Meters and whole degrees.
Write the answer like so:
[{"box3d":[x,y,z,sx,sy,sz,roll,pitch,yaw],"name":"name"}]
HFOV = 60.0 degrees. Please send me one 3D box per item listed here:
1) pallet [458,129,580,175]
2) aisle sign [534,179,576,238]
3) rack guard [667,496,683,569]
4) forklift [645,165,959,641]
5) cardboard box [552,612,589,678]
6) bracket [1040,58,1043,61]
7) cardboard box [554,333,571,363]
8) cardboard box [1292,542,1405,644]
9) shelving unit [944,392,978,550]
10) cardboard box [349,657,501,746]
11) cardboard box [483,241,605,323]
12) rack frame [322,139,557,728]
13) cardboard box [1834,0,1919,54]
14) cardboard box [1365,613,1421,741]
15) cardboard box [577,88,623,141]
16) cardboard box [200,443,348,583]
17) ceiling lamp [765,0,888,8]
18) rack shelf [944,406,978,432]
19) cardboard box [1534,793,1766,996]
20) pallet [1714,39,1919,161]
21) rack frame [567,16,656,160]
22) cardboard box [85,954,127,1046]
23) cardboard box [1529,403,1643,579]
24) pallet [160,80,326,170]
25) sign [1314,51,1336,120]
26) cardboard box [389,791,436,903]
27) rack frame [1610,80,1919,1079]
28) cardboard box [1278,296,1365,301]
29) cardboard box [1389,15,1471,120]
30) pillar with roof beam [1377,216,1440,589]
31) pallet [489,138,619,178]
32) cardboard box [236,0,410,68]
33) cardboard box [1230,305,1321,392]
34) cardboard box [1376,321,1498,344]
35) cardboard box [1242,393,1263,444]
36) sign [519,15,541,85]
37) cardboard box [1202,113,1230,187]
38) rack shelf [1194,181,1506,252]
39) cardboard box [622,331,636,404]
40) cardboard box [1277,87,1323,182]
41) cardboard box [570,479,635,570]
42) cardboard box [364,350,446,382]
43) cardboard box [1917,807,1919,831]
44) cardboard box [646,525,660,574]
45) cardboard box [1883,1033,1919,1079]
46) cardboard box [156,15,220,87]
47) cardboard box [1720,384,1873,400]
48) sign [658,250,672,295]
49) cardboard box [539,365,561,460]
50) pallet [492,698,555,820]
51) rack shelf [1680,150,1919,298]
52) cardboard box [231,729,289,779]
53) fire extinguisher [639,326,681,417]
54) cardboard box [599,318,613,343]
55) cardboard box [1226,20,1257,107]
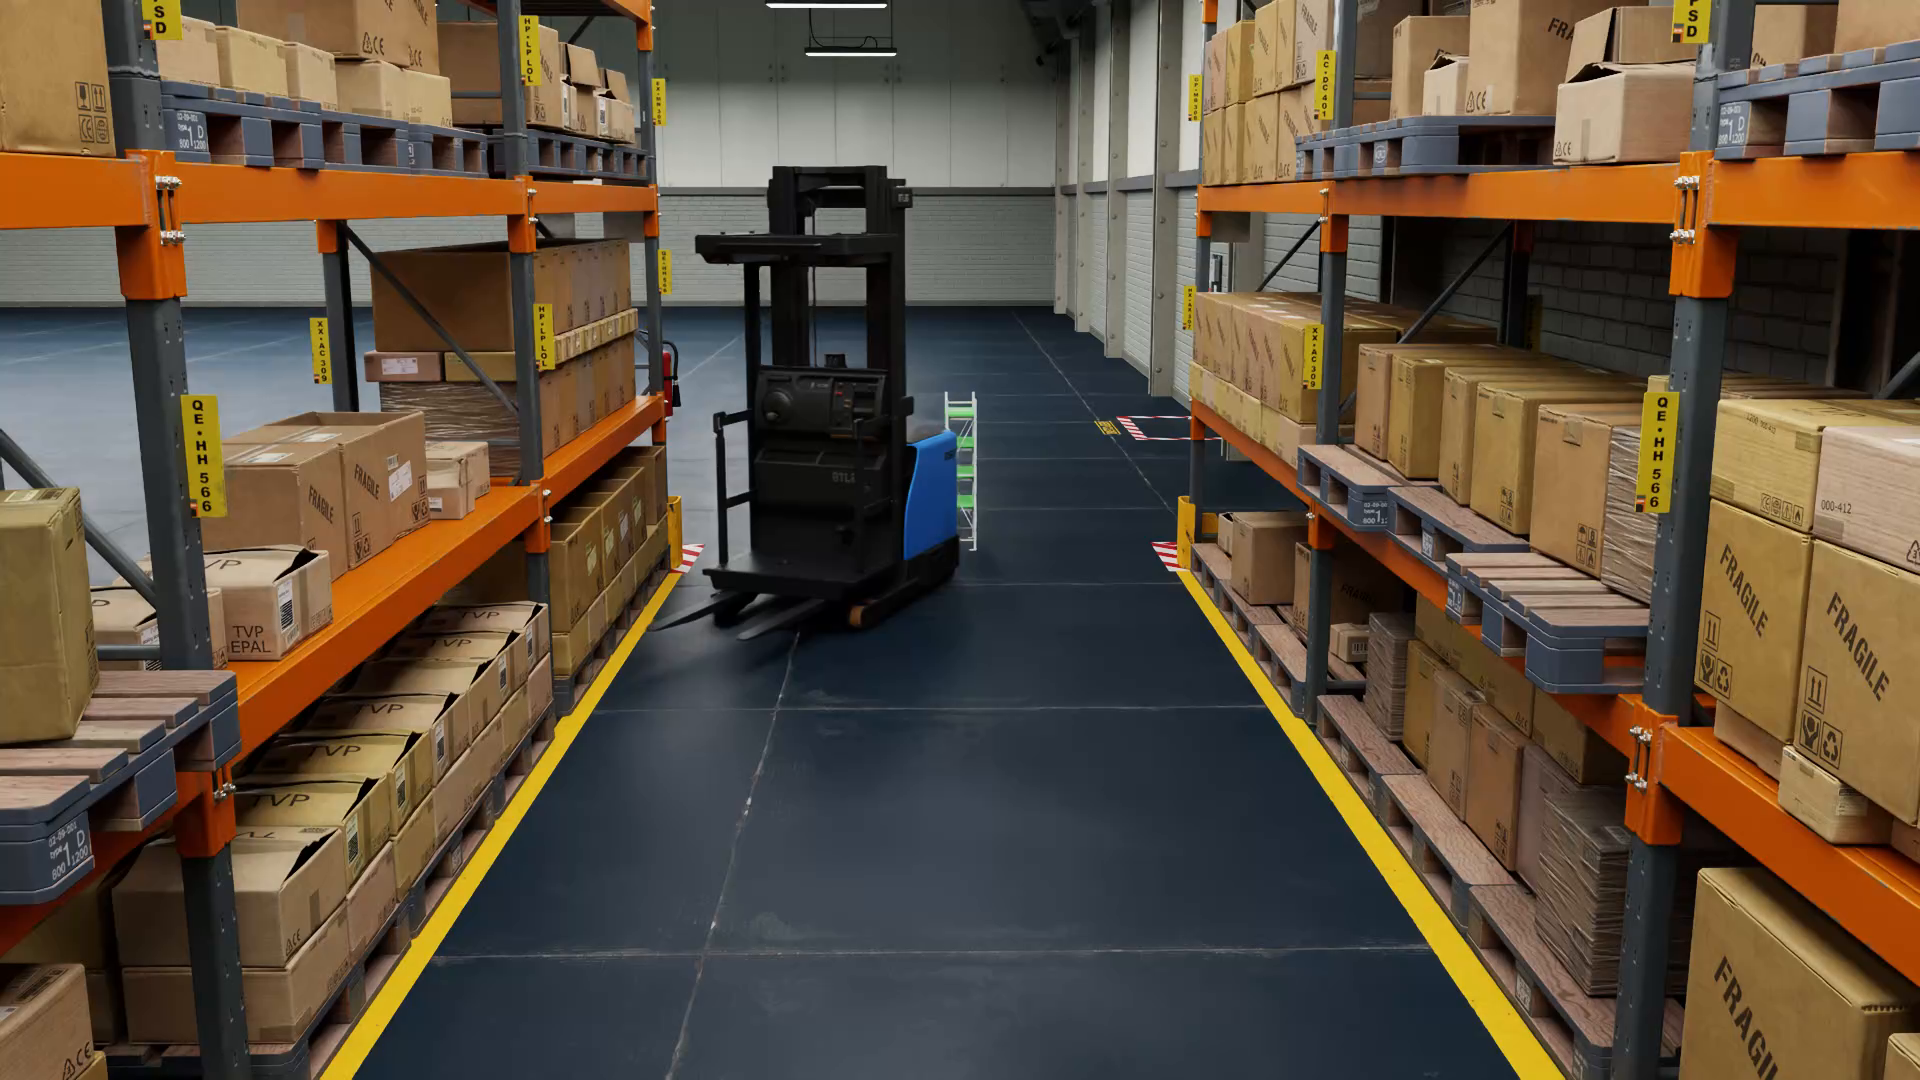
[{"box3d":[-2.667,-2.079,8.940,1.003,0.211,1.213,0,11,-1],"name":"pallet"},{"box3d":[-3.014,-2.564,12.114,0.394,0.787,0.004,0,11,-1],"name":"aisle sign"},{"box3d":[-2.707,-0.058,12.586,1.175,0.500,0.348,0,11,-1],"name":"rack guard"},{"box3d":[-1.008,-0.946,10.851,1.130,2.935,3.031,4,12,21],"name":"forklift"},{"box3d":[-2.330,0.565,9.087,0.500,0.250,0.500,0,11,-1],"name":"cardboard box"},{"box3d":[2.106,-12.266,42.333,0.076,0.066,3.189,0,11,-1],"name":"bracket"},{"box3d":[-2.458,-1.107,9.588,0.380,0.149,0.250,-1,11,-3],"name":"cardboard box"},{"box3d":[2.268,0.299,9.720,0.500,0.500,0.500,-1,12,-5],"name":"cardboard box"},{"box3d":[0.003,-0.555,13.278,0.258,1.200,0.503,0,11,-1],"name":"shelving unit"},{"box3d":[-2.303,0.666,7.181,0.500,0.311,0.500,0,11,-1],"name":"cardboard box"},{"box3d":[-2.681,-1.655,10.656,0.700,0.500,0.500,0,11,-1],"name":"cardboard box"},{"box3d":[-2.623,-0.483,8.395,1.000,3.000,0.127,0,11,-1],"name":"rack frame"},{"box3d":[2.479,-1.349,3.762,0.700,0.500,0.500,-1,12,-6],"name":"cardboard box"},{"box3d":[2.361,0.652,7.983,0.700,0.500,0.500,0,11,1],"name":"cardboard box"},{"box3d":[-2.407,-2.640,10.301,0.500,0.311,0.500,1,12,6],"name":"cardboard box"},{"box3d":[-2.592,-0.070,6.109,0.500,0.500,0.500,-1,11,-4],"name":"cardboard box"},{"box3d":[-2.185,-10.328,27.155,2.000,3.185,0.800,0,11,-1],"name":"ceiling lamp"},{"box3d":[0.003,-0.963,13.195,0.258,0.148,0.480,0,11,-1],"name":"rack shelf"},{"box3d":[2.345,1.158,5.489,0.700,0.500,0.500,0,11,0],"name":"cardboard box"},{"box3d":[2.478,-0.959,3.670,1.213,0.211,1.003,0,11,1],"name":"pallet"},{"box3d":[-2.706,-4.218,11.718,1.000,3.000,0.127,0,11,-1],"name":"rack frame"},{"box3d":[-2.795,1.350,5.218,0.500,0.250,0.500,0,11,0],"name":"cardboard box"},{"box3d":[2.353,-0.178,5.533,0.700,0.500,0.500,-1,12,-7],"name":"cardboard box"},{"box3d":[-2.644,-1.200,4.859,1.213,0.211,1.003,0,11,1],"name":"pallet"},{"box3d":[1.787,-2.224,8.131,0.100,0.325,0.005,0,11,-1],"name":"sign"},{"box3d":[-2.286,1.145,6.228,0.500,0.250,0.500,-1,11,-3],"name":"cardboard box"},{"box3d":[2.412,0.291,4.579,1.000,3.000,0.127,0,11,-1],"name":"rack frame"},{"box3d":[2.469,-1.410,11.405,0.500,0.500,0.500,0,11,0],"name":"cardboard box"},{"box3d":[2.260,-2.120,7.611,0.500,0.500,0.500,1,12,7],"name":"cardboard box"},{"box3d":[-1.178,-4.086,11.066,9.100,9.000,0.400,0,11,-1],"name":"pillar with roof beam"},{"box3d":[-2.689,-2.321,10.133,1.003,0.211,1.213,0,11,-1],"name":"pallet"},{"box3d":[-2.615,-2.217,6.832,0.500,0.500,0.500,1,12,4],"name":"cardboard box"},{"box3d":[1.983,-1.203,10.386,0.500,0.500,0.500,0,11,1],"name":"cardboard box"},{"box3d":[2.528,-0.902,8.902,0.500,0.500,0.500,-1,11,-2],"name":"cardboard box"},{"box3d":[1.989,-0.732,9.950,0.500,0.250,0.500,0,11,-1],"name":"cardboard box"},{"box3d":[-2.081,-2.365,8.034,0.100,0.325,0.005,0,11,-1],"name":"sign"},{"box3d":[2.003,-2.760,11.775,0.500,0.500,0.500,0,11,0],"name":"cardboard box"},{"box3d":[2.288,-2.019,10.232,1.077,0.370,4.000,0,11,-1],"name":"rack shelf"},{"box3d":[-2.709,-1.234,11.846,0.700,0.500,0.500,0,11,-1],"name":"cardboard box"},{"box3d":[2.074,-2.233,9.174,0.500,0.500,0.500,-1,12,-6],"name":"cardboard box"},{"box3d":[-2.353,-0.100,10.482,0.500,0.500,0.500,0,11,-1],"name":"cardboard box"},{"box3d":[-2.843,-0.903,8.582,0.380,0.149,0.250,0,11,-1],"name":"cardboard box"},{"box3d":[2.177,0.387,3.057,0.500,0.500,0.500,0,11,-1],"name":"cardboard box"},{"box3d":[-2.377,0.069,11.536,0.500,0.250,0.500,0,11,-1],"name":"cardboard box"},{"box3d":[2.308,1.460,3.170,0.750,0.750,0.750,0,11,-1],"name":"cardboard box"},{"box3d":[-2.635,-1.484,5.107,0.500,0.250,0.500,0,11,0],"name":"cardboard box"},{"box3d":[2.375,-0.360,4.799,0.380,0.149,0.250,-2,12,-9],"name":"cardboard box"},{"box3d":[-2.163,-1.961,12.173,0.100,0.325,0.005,0,11,-1],"name":"sign"},{"box3d":[-2.656,-0.725,9.336,0.700,0.500,0.500,0,11,-2],"name":"cardboard box"},{"box3d":[-2.569,1.030,7.951,1.003,0.211,1.213,0,11,-1],"name":"pallet"},{"box3d":[2.453,-0.429,2.393,1.077,0.370,4.000,0,11,-1],"name":"rack shelf"},{"box3d":[-2.823,0.872,6.163,0.500,0.311,0.500,0,11,-2],"name":"cardboard box"},{"box3d":[-2.244,-1.265,12.447,0.296,0.674,0.183,0,11,-1],"name":"fire extinguisher"},{"box3d":[-2.487,-1.365,10.858,0.380,0.149,0.250,0,11,1],"name":"cardboard box"},{"box3d":[1.993,-3.039,10.632,0.500,0.500,0.500,0,11,0],"name":"cardboard box"}]
